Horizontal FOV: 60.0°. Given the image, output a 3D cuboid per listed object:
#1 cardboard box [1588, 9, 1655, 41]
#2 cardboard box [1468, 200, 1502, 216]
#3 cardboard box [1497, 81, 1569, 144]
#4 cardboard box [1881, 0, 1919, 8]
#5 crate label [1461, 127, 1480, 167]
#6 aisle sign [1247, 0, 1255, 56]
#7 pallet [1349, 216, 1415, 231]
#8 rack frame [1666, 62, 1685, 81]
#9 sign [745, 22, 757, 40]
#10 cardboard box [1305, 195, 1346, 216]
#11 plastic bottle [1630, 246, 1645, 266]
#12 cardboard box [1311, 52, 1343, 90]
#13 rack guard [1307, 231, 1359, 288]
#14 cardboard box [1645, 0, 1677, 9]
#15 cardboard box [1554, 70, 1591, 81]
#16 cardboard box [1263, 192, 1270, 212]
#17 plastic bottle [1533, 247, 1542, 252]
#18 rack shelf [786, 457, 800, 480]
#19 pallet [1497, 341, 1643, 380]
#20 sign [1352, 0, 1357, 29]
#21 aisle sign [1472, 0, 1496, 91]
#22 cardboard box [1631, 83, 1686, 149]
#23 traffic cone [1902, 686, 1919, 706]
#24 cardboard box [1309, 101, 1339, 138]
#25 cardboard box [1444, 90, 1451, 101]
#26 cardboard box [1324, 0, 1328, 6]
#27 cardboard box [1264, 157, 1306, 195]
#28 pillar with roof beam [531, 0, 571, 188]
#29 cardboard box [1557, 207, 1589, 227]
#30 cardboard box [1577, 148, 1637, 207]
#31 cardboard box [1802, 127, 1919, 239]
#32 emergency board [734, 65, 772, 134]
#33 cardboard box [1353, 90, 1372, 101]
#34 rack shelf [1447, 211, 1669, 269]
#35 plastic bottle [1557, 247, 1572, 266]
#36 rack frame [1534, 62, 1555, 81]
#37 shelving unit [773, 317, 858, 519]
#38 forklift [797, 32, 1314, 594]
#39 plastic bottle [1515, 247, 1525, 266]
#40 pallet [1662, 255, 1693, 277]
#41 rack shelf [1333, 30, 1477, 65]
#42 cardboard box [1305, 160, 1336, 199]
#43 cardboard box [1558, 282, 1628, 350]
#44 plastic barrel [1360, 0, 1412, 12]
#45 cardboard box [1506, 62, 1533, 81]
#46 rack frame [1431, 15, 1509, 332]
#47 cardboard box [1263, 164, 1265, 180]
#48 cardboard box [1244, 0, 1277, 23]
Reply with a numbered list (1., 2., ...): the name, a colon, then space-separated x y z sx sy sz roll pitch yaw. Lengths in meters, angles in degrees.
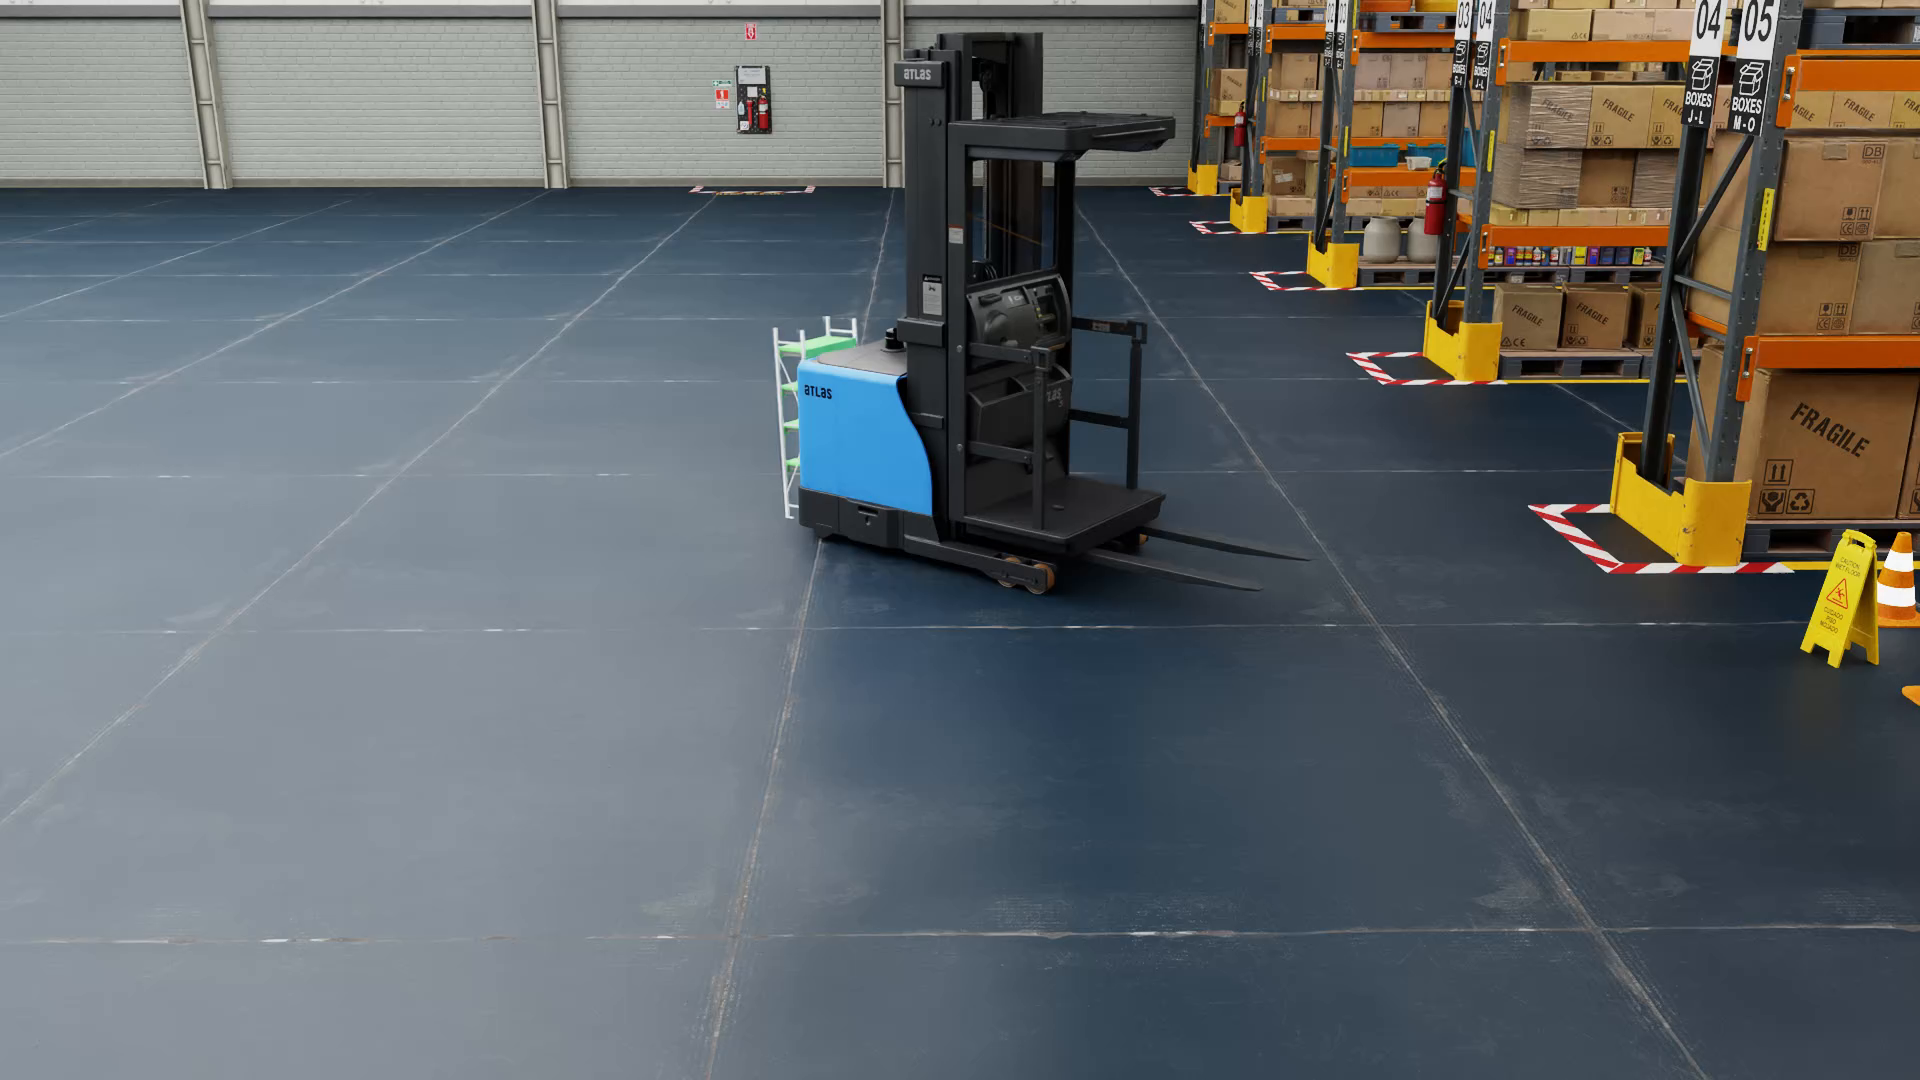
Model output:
1. cardboard box: 5.379 -4.254 13.732 0.500 0.250 0.500 -1 18 -2
2. cardboard box: 4.659 -2.914 14.631 0.250 0.149 0.380 0 18 -1
3. cardboard box: 4.923 -3.712 14.422 0.500 0.500 0.500 0 18 -1
4. cardboard box: 4.957 -2.915 8.874 0.250 0.149 0.380 0 18 0
5. crate label: 6.135 -4.590 19.388 0.616 0.435 0.502 0 18 -1
6. aisle sign: 4.154 -7.322 23.705 0.004 0.787 0.394 0 18 -1
7. pallet: 6.205 -4.688 24.317 1.213 0.211 1.003 0 18 -1
8. rack frame: 12.142 -7.546 28.660 0.127 3.000 1.000 0 18 -1
9. sign: -3.652 -8.880 29.024 0.199 0.298 0.001 0 18 -1
10. cardboard box: 5.264 -4.823 23.987 0.500 0.250 0.500 0 18 -1
11. plastic bottle: 7.823 -3.314 19.194 0.133 0.283 0.061 1 18 2
12. cardboard box: 5.270 -6.663 23.619 0.500 0.500 0.700 -1 18 -2
13. rack guard: 4.374 -3.306 19.536 0.348 0.500 1.175 0 18 -1
14. cardboard box: 5.684 -4.436 13.649 0.250 0.149 0.380 0 18 -1
15. cardboard box: 10.426 -7.785 28.521 0.500 0.500 0.700 0 18 -1
16. cardboard box: 4.756 -4.978 24.469 0.500 0.250 0.500 0 18 -1
17. plastic bottle: 6.898 -3.488 19.750 0.135 0.276 0.152 0 18 -1
18. rack shelf: -0.862 -0.470 10.522 0.258 0.148 0.480 10 20 35
19. pallet: 5.266 -1.635 14.798 1.213 0.211 1.003 0 18 -1
20. sign: 4.303 -5.746 18.124 0.005 0.325 0.100 0 18 -1
21. aisle sign: 4.320 -4.115 13.709 0.004 0.787 0.394 0 18 -1
22. cardboard box: 5.931 -3.557 13.937 0.500 0.500 0.500 0 18 -1
23. traffic cone: 4.586 0.532 7.631 0.334 0.463 0.336 0 18 -1
24. cardboard box: 5.216 -6.045 23.816 0.500 0.500 0.700 0 18 1
25. cardboard box: 6.938 -6.299 23.548 0.250 0.149 0.380 0 18 -1
26. cardboard box: 5.372 -7.704 23.571 0.500 0.250 0.500 0 18 -1
27. cardboard box: 4.756 -5.336 24.357 0.500 0.500 0.500 0 18 -1
28. pillar with roof beam: -7.102 -9.259 24.179 0.400 9.000 9.100 0 18 -1
29. cardboard box: 5.166 -2.770 14.183 0.250 0.149 0.380 0 18 -1
30. cardboard box: 5.426 -3.192 14.435 0.500 0.500 0.875 0 18 -1
31. cardboard box: 5.274 -2.060 9.545 0.550 0.550 0.875 0 18 -1
32. emergency board: -3.642 -7.746 29.283 0.643 1.169 0.194 0 18 -1
33. cardboard box: 5.652 -6.293 23.527 0.250 0.149 0.380 -1 18 -3
34. rack shelf: 6.377 -2.636 14.532 4.000 0.370 1.077 0 18 -1
35. plastic bottle: 6.982 -3.320 19.226 0.135 0.276 0.152 0 18 0
36. rack frame: 8.224 -6.014 23.884 0.127 3.000 1.000 0 18 -1
37. shelving unit: -0.873 -0.761 10.437 0.258 1.200 0.503 10 20 35
38. forklift: 0.506 -1.282 9.245 3.031 2.935 1.130 13 22 34
39. plastic bottle: 6.459 -3.307 19.193 0.097 0.271 0.097 0 18 0
40. pallet: 9.083 -3.189 19.643 1.213 0.211 1.003 0 18 -1
41. rack shelf: 6.299 -5.577 18.790 4.000 0.370 1.077 0 18 -1
42. cardboard box: 5.264 -5.180 23.871 0.500 0.500 0.500 0 18 -1
43. cardboard box: 5.599 -1.990 14.745 0.500 0.500 0.500 4 18 14
44. plastic barrel: 4.783 -6.356 18.648 0.708 0.830 0.600 0 18 -1
45. cardboard box: 7.780 -6.675 23.658 0.500 0.500 0.700 0 18 -1
46. rack frame: 4.377 -2.969 14.392 0.127 3.000 1.000 0 18 -1
47. cardboard box: 5.406 -6.415 28.817 0.500 0.311 0.500 1 18 4
48. cardboard box: 5.018 -8.910 27.805 0.500 0.500 0.500 1 18 3
